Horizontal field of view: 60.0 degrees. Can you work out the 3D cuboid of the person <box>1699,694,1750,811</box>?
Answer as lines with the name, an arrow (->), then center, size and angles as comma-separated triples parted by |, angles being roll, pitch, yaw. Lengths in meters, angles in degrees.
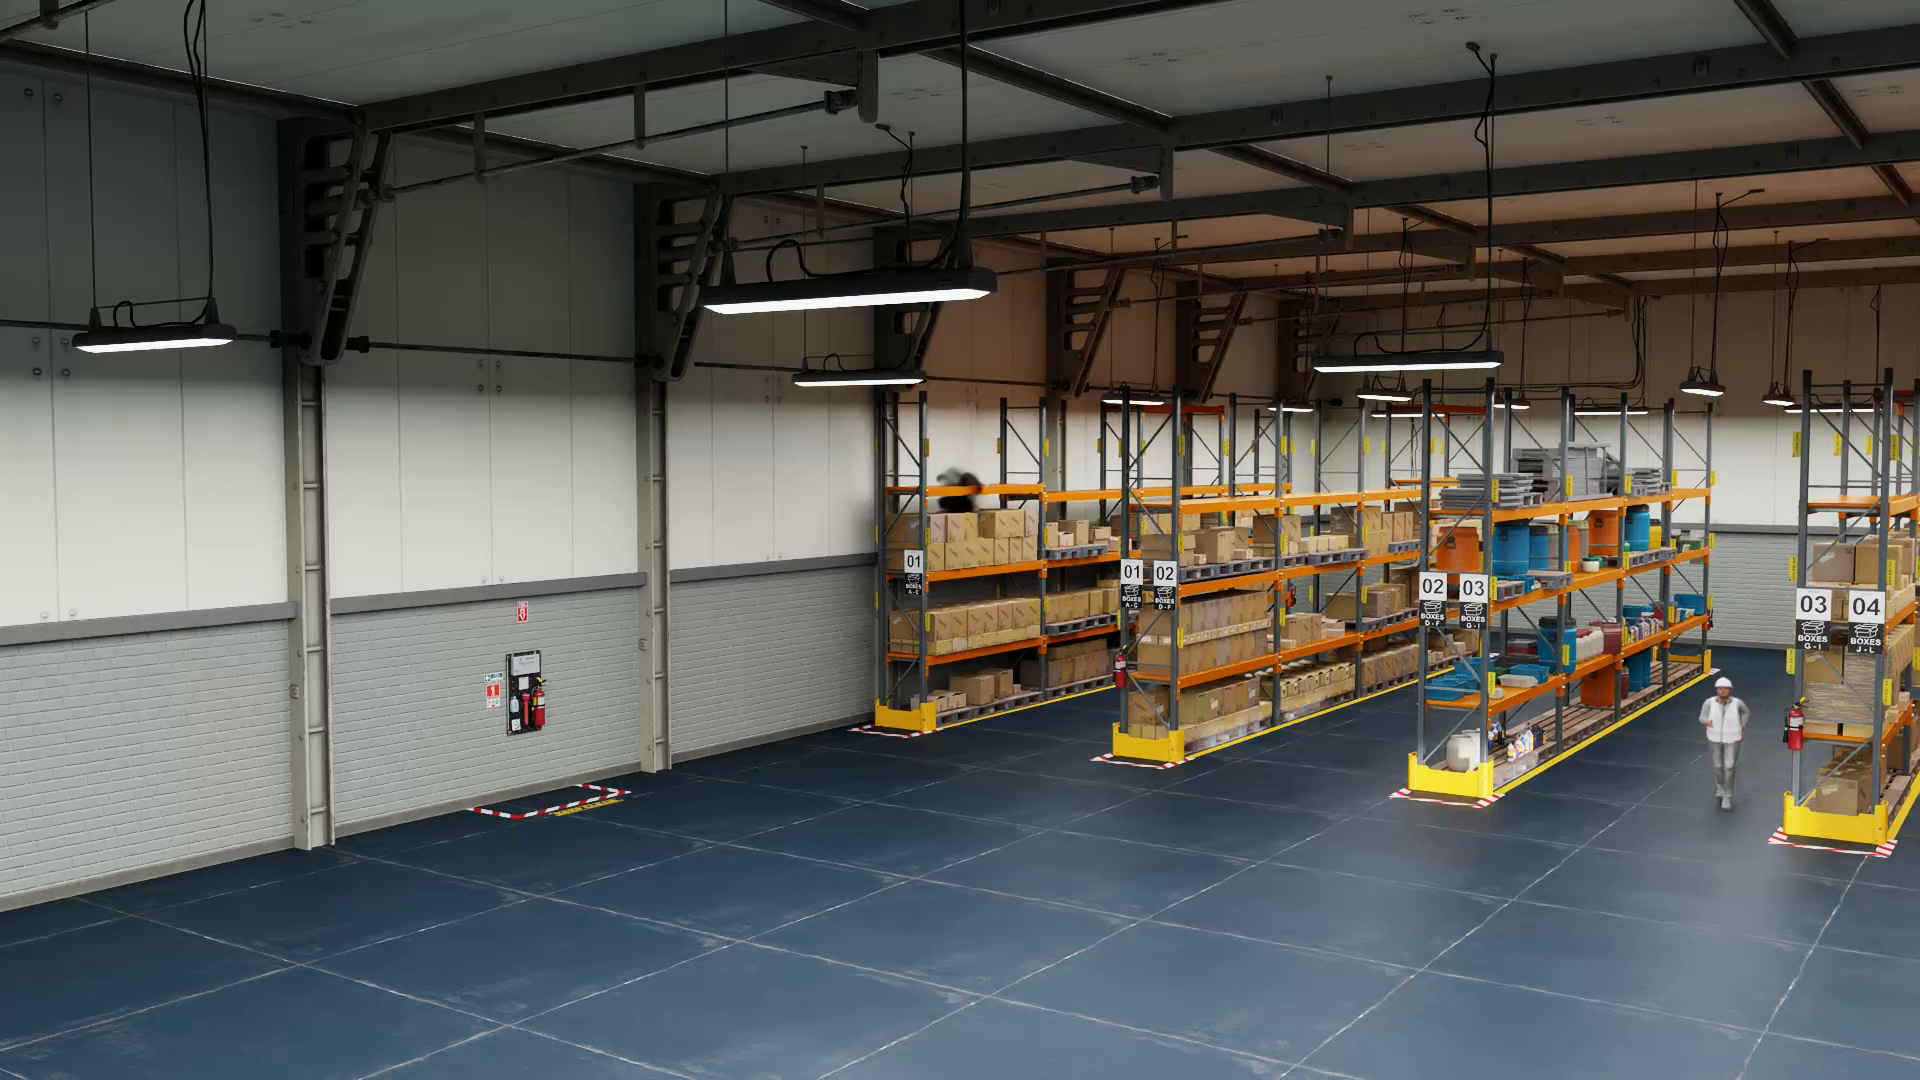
person -> 10.702, 2.924, 23.328 | 0.610, 1.583, 0.882 | 2, 4, 35

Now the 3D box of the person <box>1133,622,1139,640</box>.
person -> 3.563, 2.176, 31.046 | 0.685, 1.882, 0.773 | 1, 3, 24
